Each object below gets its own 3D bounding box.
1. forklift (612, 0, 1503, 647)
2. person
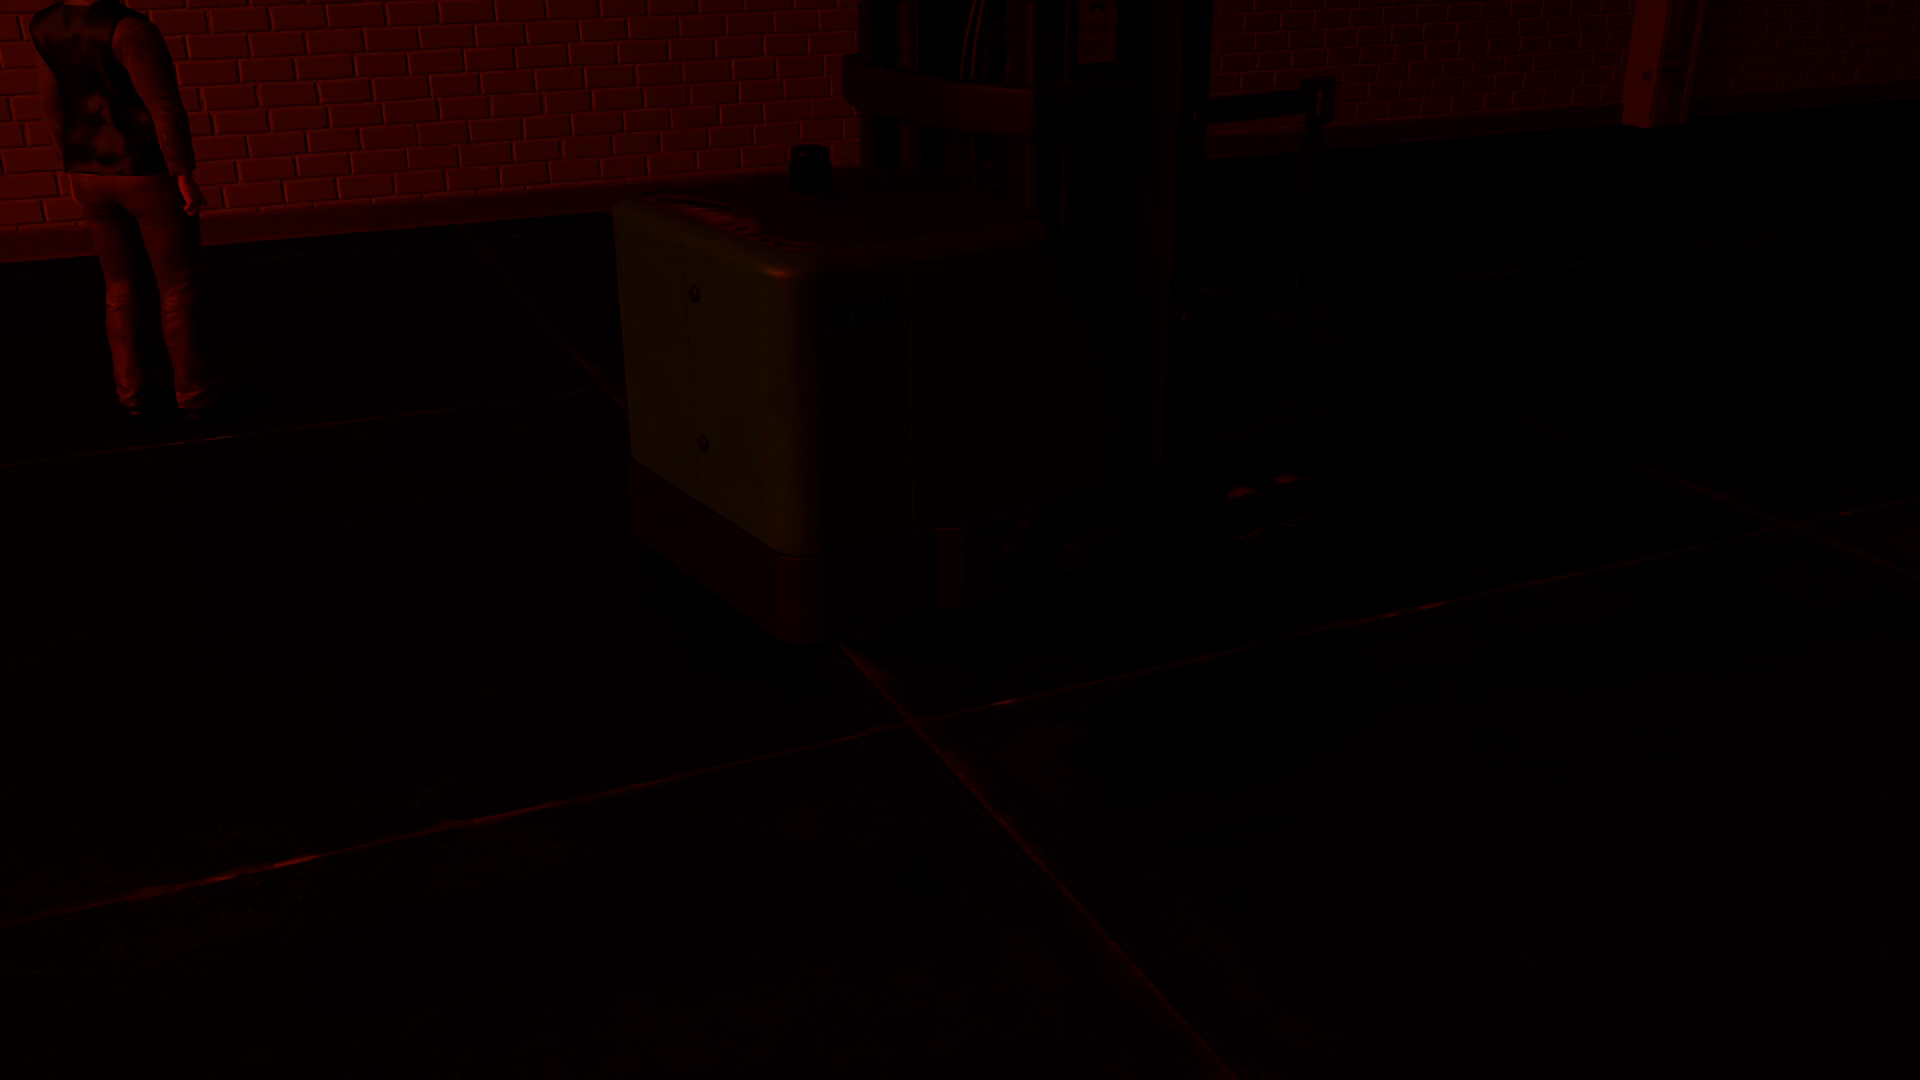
[{"bbox_3d":[0.513,-1.501,4.900,3.031,2.935,1.130,-15,27,-32],"label":"forklift"},{"bbox_3d":[-2.944,-1.279,5.942,0.533,1.725,0.361,5,23,12],"label":"person"}]
